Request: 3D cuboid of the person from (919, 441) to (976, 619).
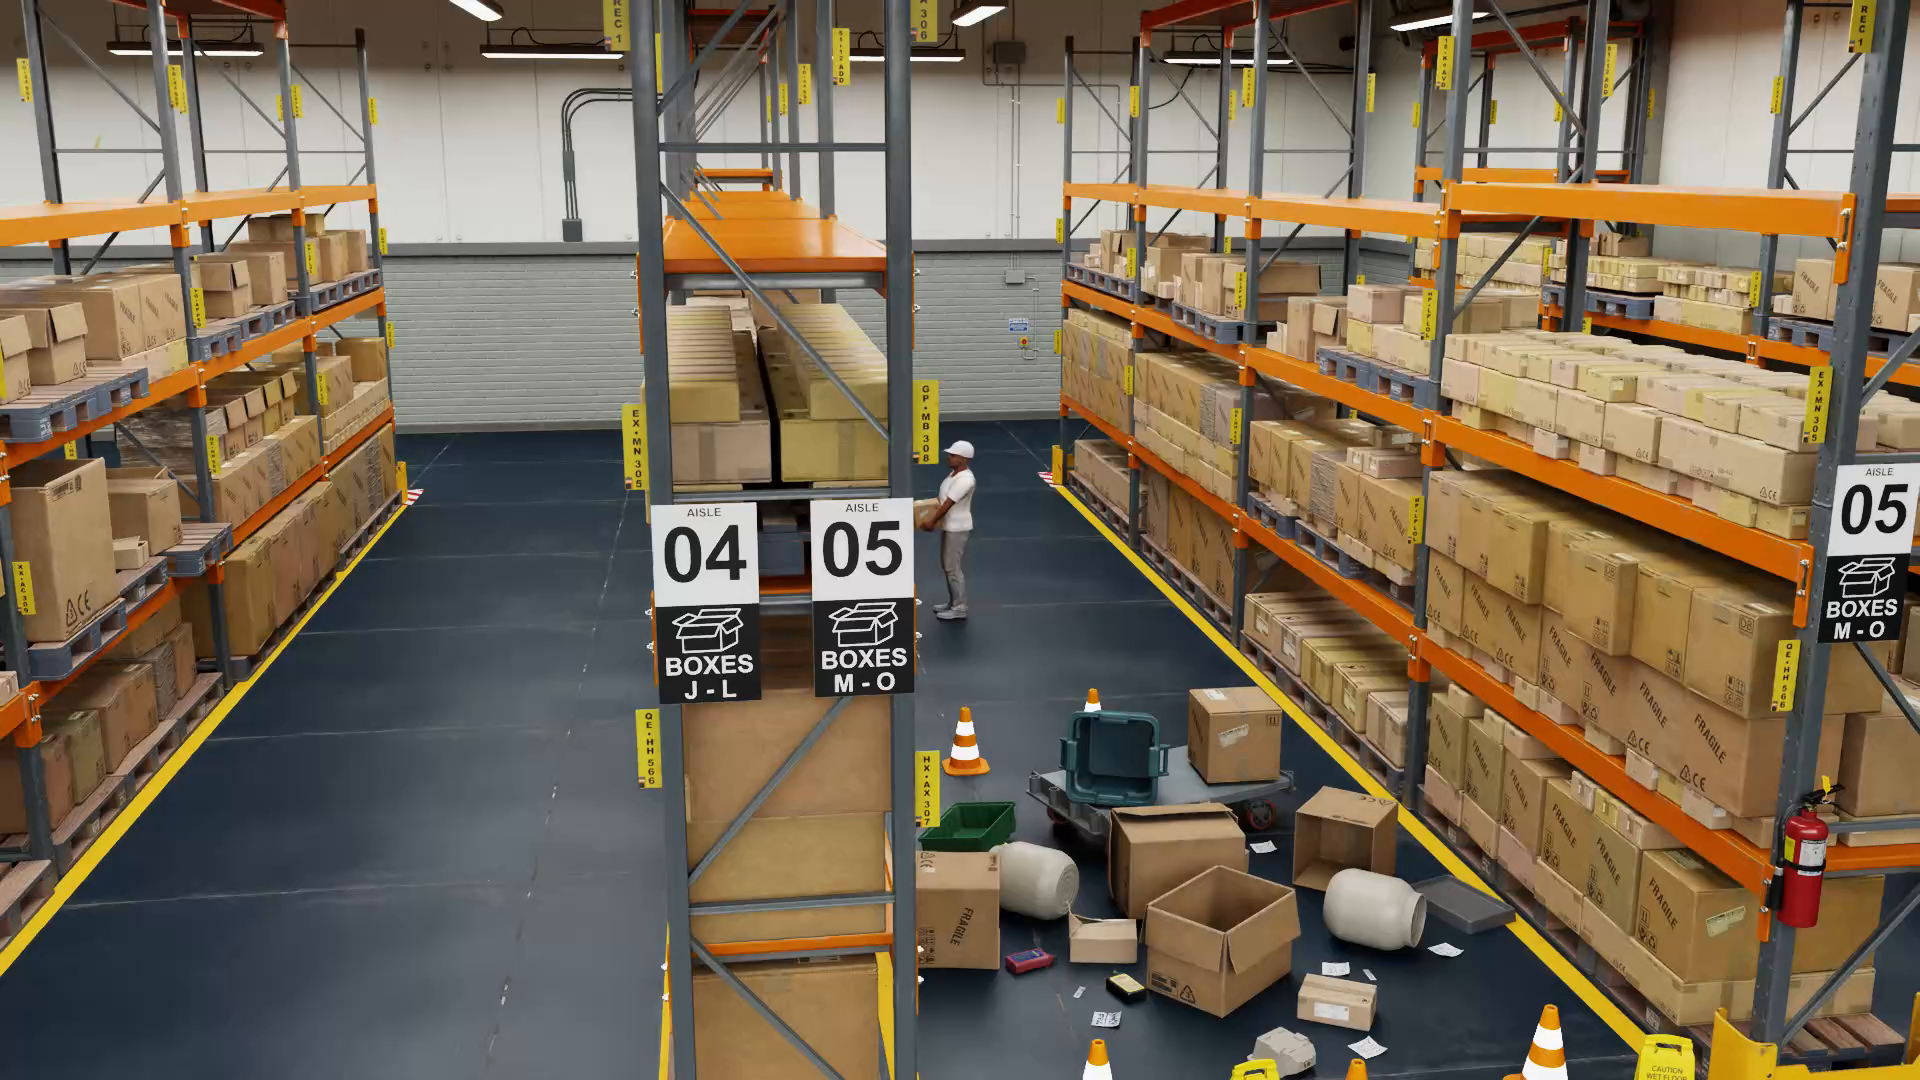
[{"bbox_3d":[-0.140,-0.105,16.397,0.577,1.761,0.502,-2,13,-8],"label":"person"}]
